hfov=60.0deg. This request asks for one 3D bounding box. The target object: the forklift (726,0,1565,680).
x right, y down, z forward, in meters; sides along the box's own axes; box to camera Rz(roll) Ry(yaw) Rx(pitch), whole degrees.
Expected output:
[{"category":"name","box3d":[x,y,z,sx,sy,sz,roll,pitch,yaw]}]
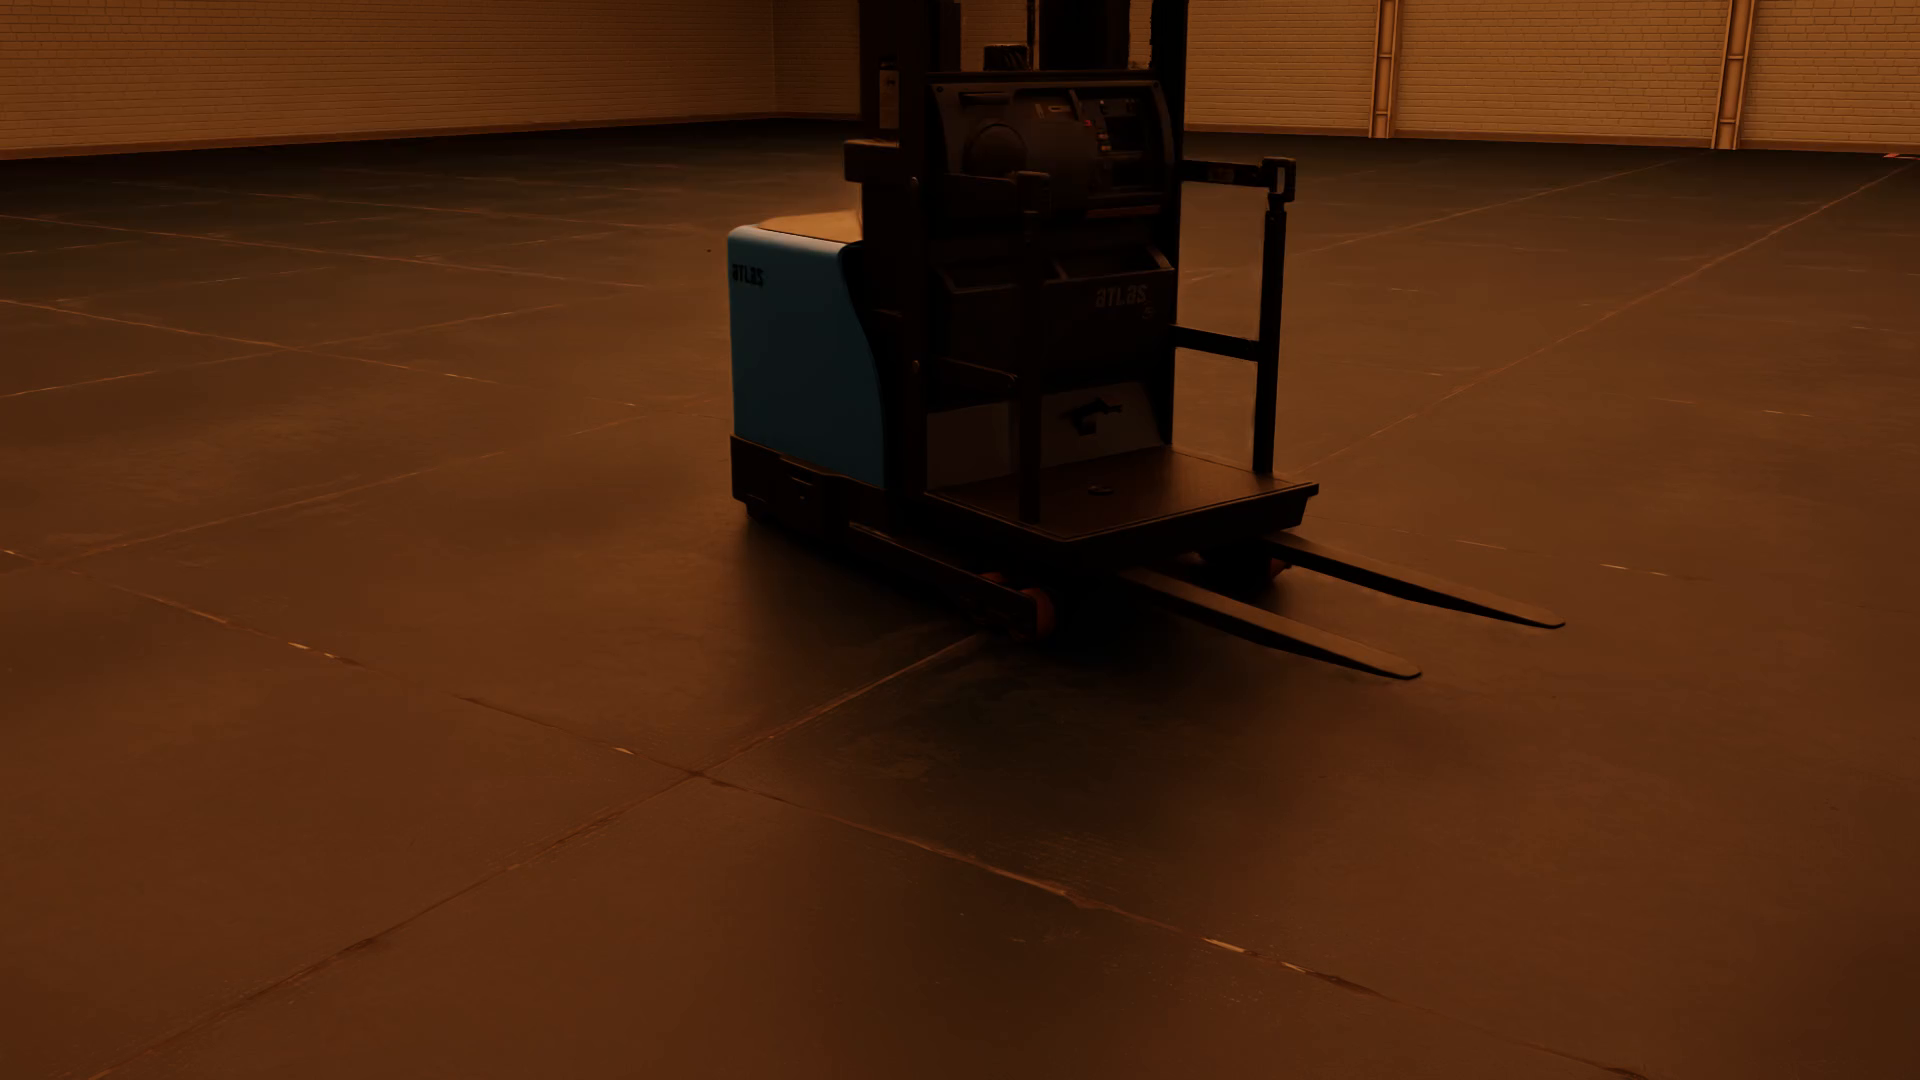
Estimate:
[{"category":"forklift","box3d":[0.434,-1.257,5.037,1.130,2.935,3.031,-12,21,-36]}]
